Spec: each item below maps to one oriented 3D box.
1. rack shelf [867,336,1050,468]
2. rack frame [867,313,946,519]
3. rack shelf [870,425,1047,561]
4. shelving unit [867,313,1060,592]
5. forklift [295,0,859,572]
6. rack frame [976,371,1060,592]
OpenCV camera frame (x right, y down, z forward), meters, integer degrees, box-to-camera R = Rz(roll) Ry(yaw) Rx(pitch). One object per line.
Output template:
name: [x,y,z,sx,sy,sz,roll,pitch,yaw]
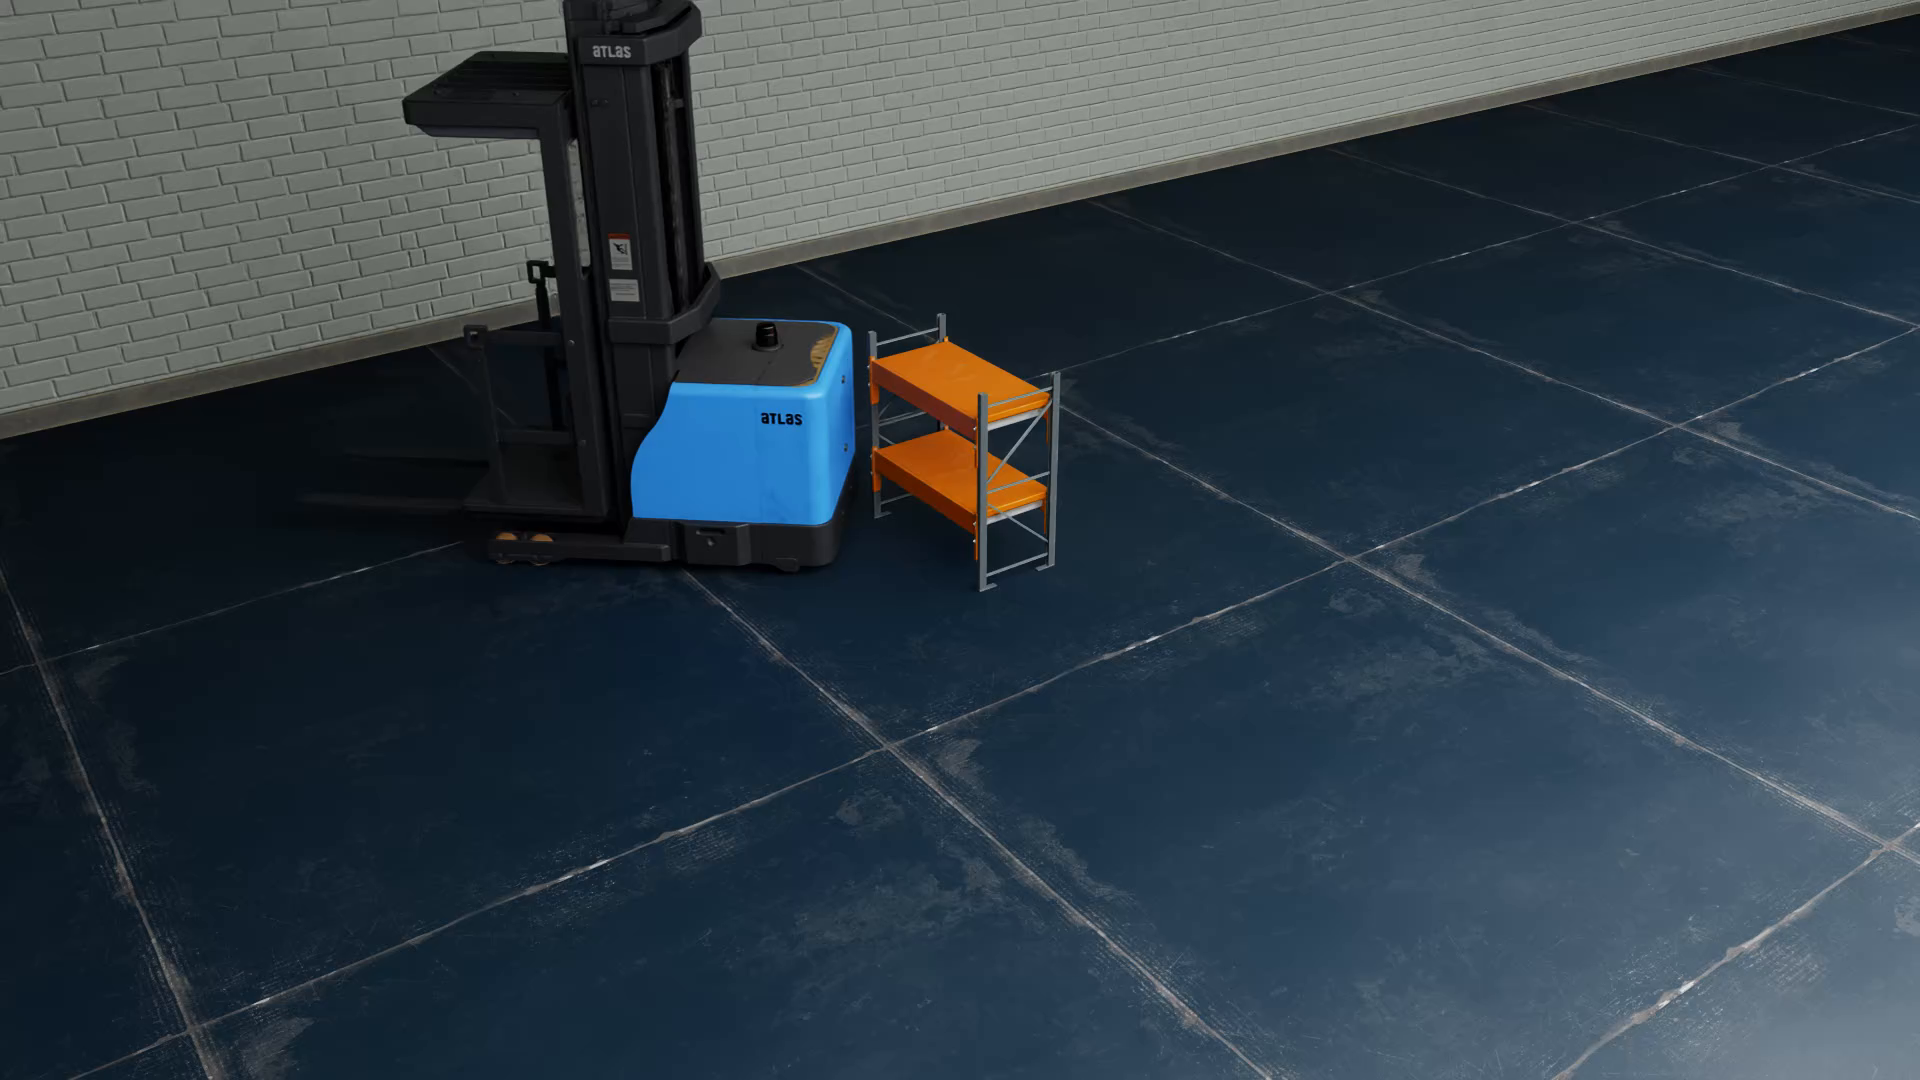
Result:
rack shelf: [0.004,-0.749,8.837,0.538,0.278,1.000,-19,34,-31]
rack frame: [-0.291,-0.689,9.341,0.500,1.125,0.032,-19,34,-31]
rack shelf: [0.004,-0.277,9.093,0.538,0.278,1.000,-19,34,-31]
shelving unit: [0.004,-0.492,8.977,0.538,1.125,1.048,-19,34,-31]
forklift: [-2.135,-1.397,8.752,3.031,2.935,1.130,3,29,5]
rack frame: [0.299,-0.294,8.613,0.500,1.125,0.032,-19,34,-31]
